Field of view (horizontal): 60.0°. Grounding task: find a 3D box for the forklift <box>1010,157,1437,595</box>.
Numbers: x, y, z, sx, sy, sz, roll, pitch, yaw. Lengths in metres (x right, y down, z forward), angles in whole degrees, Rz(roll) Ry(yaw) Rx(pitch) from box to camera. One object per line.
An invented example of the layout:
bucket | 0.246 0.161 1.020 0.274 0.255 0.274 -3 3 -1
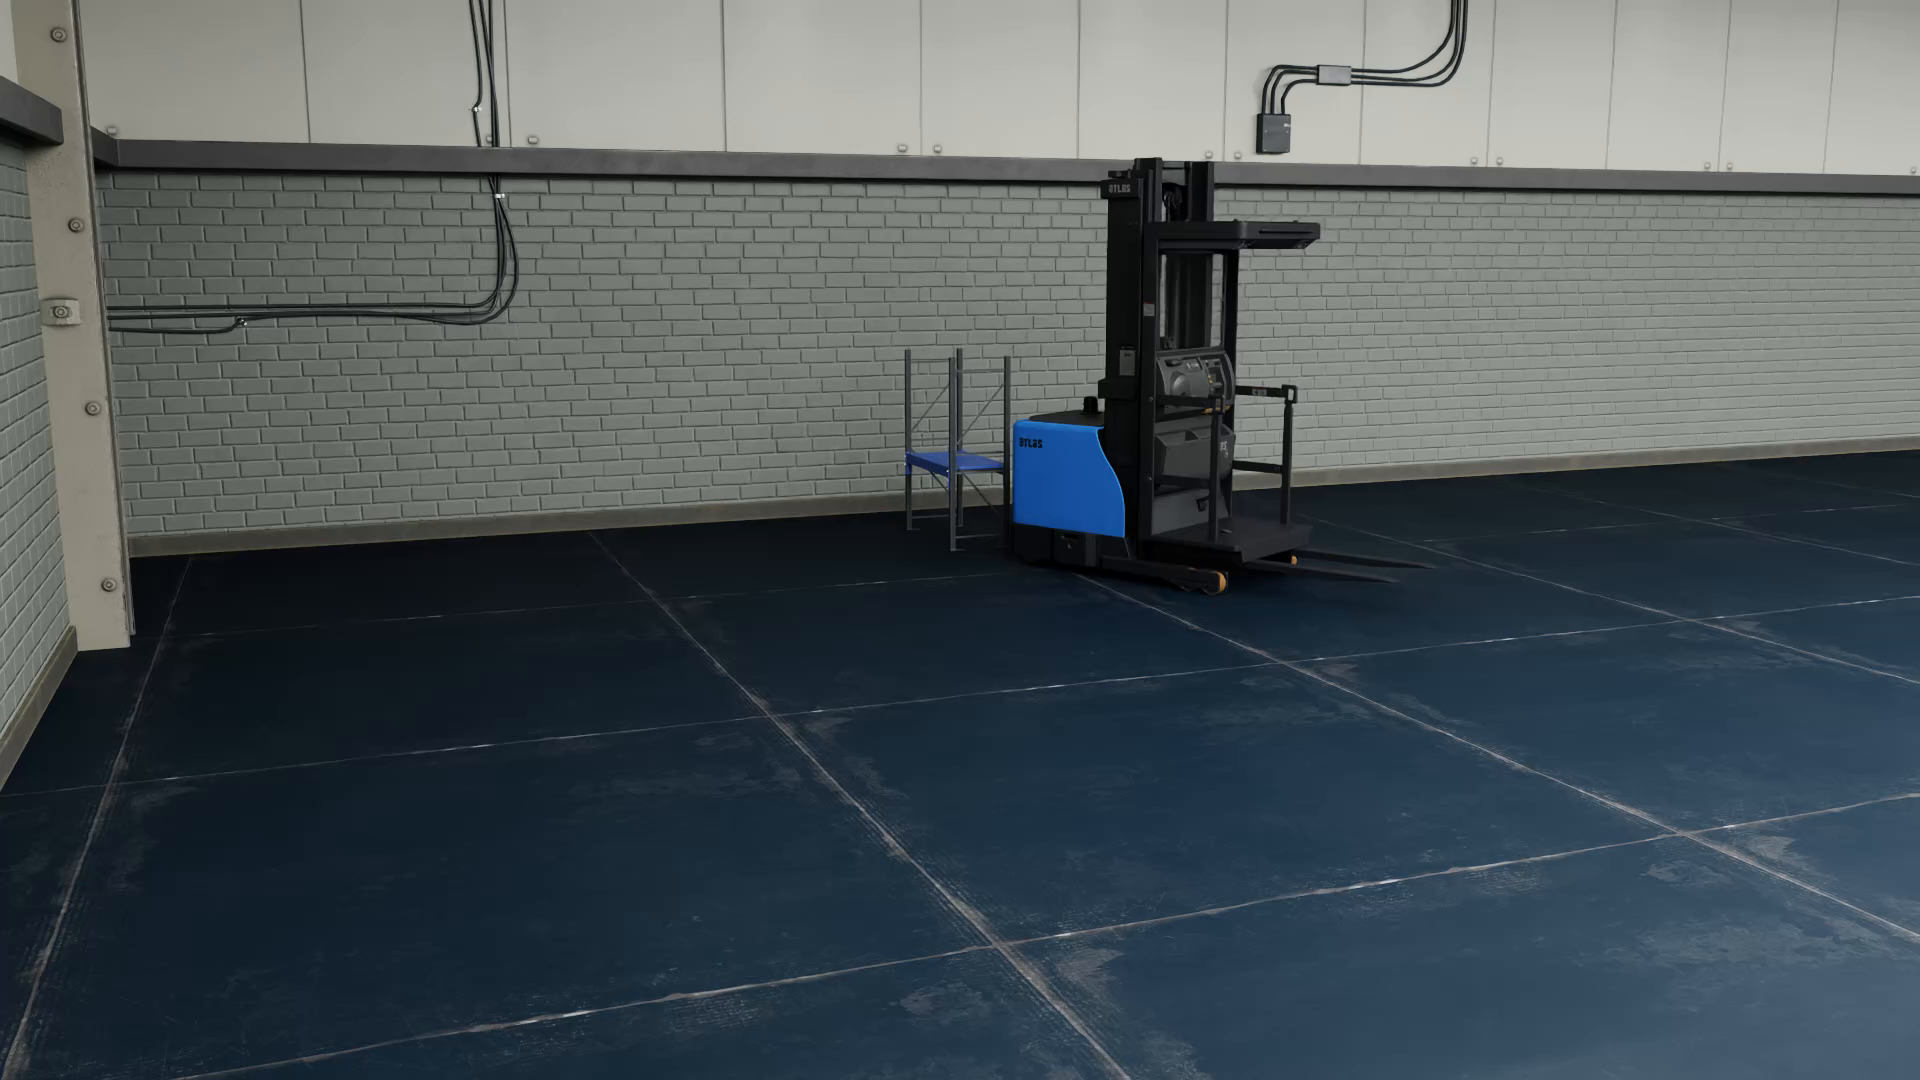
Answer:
forklift | 1.830 -1.172 11.639 3.031 2.935 1.130 8 13 39

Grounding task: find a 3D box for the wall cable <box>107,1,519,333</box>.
wall cable | -4.973 -2.855 12.641 3.097 2.526 0.112 -4 11 -21

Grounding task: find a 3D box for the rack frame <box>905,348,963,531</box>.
rack frame | -0.215 -0.835 13.834 0.500 1.500 0.032 -4 11 -21

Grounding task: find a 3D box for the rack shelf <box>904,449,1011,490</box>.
rack shelf | -0.031 -0.575 13.399 0.538 0.185 1.000 -4 11 -21

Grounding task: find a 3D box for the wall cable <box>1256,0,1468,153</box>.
wall cable | 3.880 -6.658 15.443 2.305 6.003 0.169 -4 11 -21

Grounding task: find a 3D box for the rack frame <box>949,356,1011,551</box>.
rack frame | 0.153 -0.669 12.901 0.500 1.500 0.032 -4 11 -21

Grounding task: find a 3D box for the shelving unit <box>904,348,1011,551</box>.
shelving unit | -0.031 -0.752 13.367 0.538 1.500 1.048 -4 11 -21

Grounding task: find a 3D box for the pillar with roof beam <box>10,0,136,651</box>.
pillar with roof beam | -1.126 -4.092 10.729 9.100 9.000 0.400 -4 11 -21

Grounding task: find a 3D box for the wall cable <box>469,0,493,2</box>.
wall cable | -2.452 -5.513 13.163 3.097 2.526 0.112 -4 11 -21
